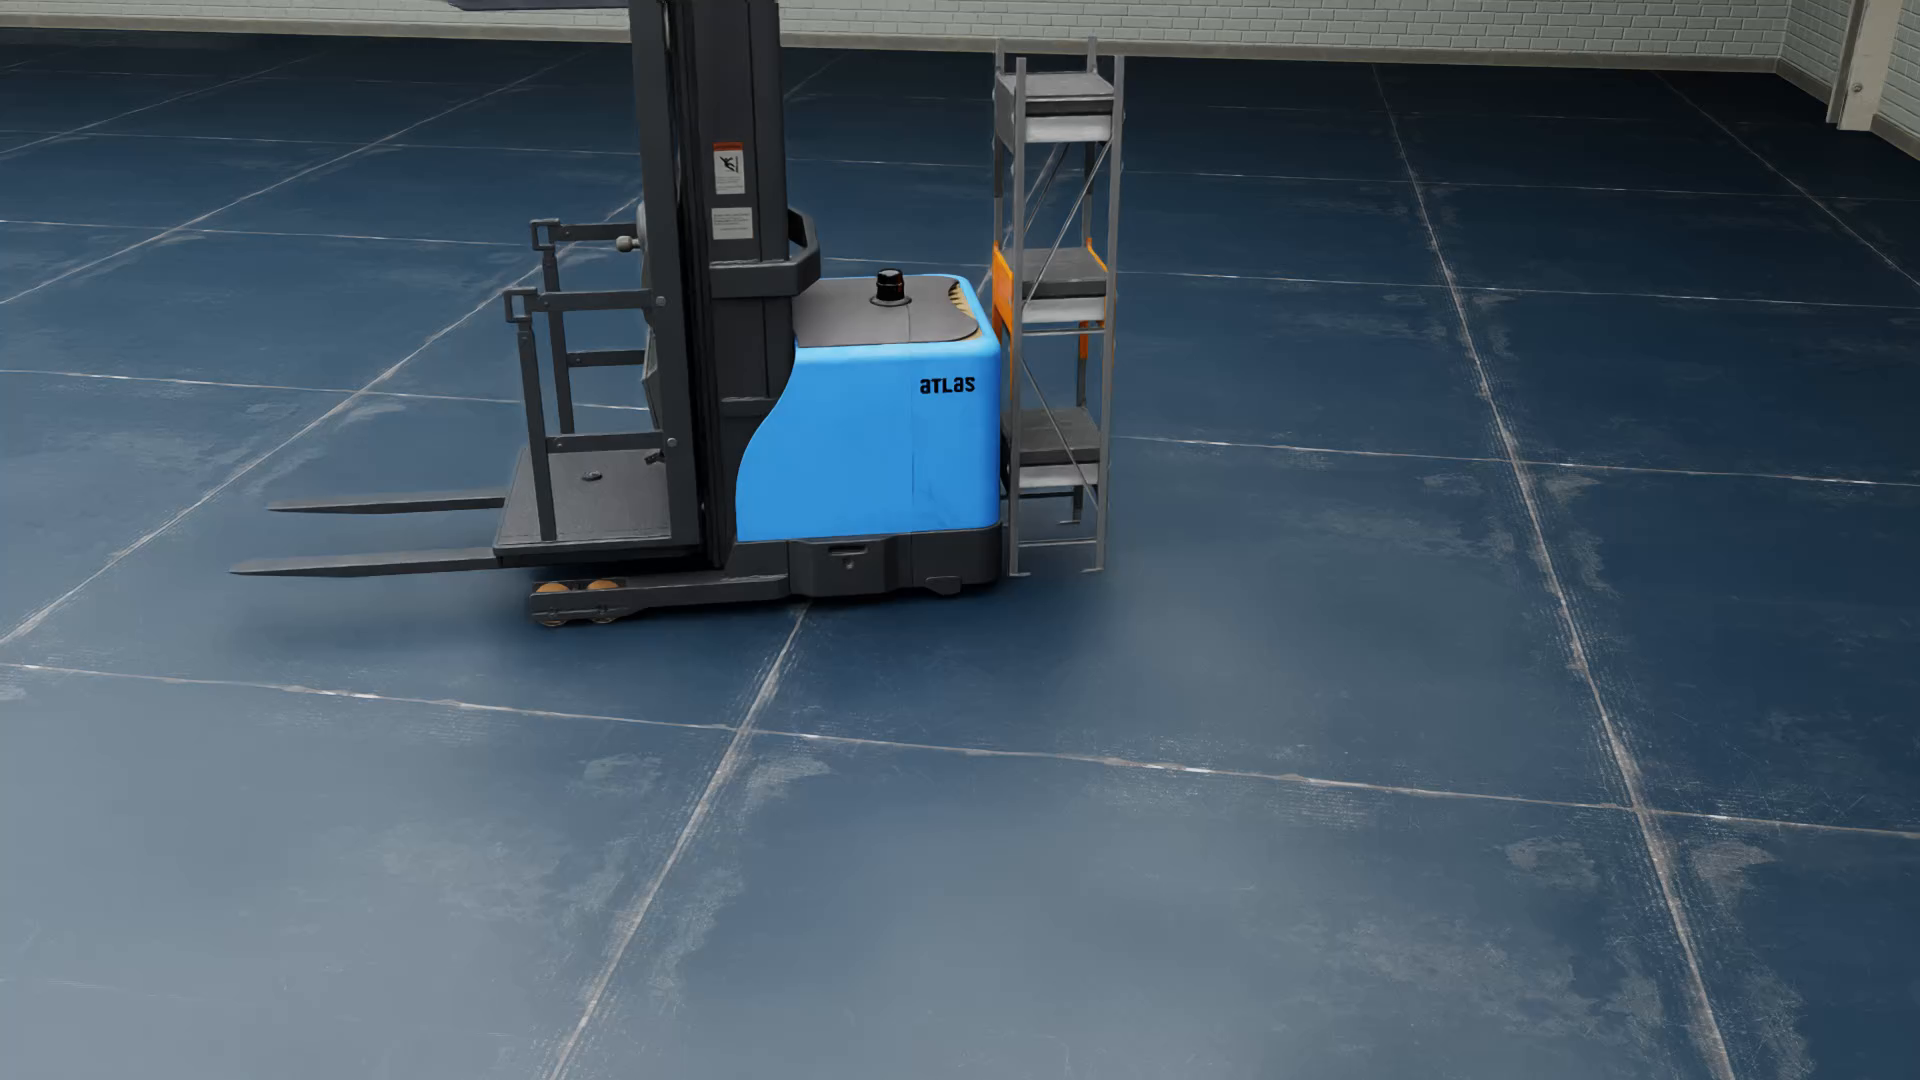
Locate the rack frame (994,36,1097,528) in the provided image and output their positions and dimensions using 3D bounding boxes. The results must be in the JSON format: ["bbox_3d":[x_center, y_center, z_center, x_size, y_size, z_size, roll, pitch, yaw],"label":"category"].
[{"bbox_3d":[0.339,-1.015,6.942,0.400,2.100,0.015,-3,25,-7],"label":"rack frame"}]

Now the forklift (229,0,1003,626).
[{"bbox_3d":[-1.386,-1.227,6.415,3.031,2.935,1.130,-3,25,-7],"label":"forklift"}]

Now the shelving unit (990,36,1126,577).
[{"bbox_3d":[0.371,-0.913,6.723,0.431,2.100,0.503,-3,25,-7],"label":"shelving unit"}]

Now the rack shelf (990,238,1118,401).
[{"bbox_3d":[0.371,-0.900,6.729,0.431,0.518,0.480,-3,25,-7],"label":"rack shelf"}]

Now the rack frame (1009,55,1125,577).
[{"bbox_3d":[0.404,-0.810,6.504,0.400,2.100,0.015,-3,25,-7],"label":"rack frame"}]

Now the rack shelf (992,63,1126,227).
[{"bbox_3d":[0.371,-1.534,6.432,0.431,0.518,0.480,-3,25,-7],"label":"rack shelf"}]

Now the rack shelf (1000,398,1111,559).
[{"bbox_3d":[0.371,-0.266,7.025,0.431,0.518,0.480,-3,25,-7],"label":"rack shelf"}]

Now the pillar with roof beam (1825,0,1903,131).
[{"bbox_3d":[4.035,-8.229,14.216,9.100,9.000,0.400,4,25,9],"label":"pillar with roof beam"}]
